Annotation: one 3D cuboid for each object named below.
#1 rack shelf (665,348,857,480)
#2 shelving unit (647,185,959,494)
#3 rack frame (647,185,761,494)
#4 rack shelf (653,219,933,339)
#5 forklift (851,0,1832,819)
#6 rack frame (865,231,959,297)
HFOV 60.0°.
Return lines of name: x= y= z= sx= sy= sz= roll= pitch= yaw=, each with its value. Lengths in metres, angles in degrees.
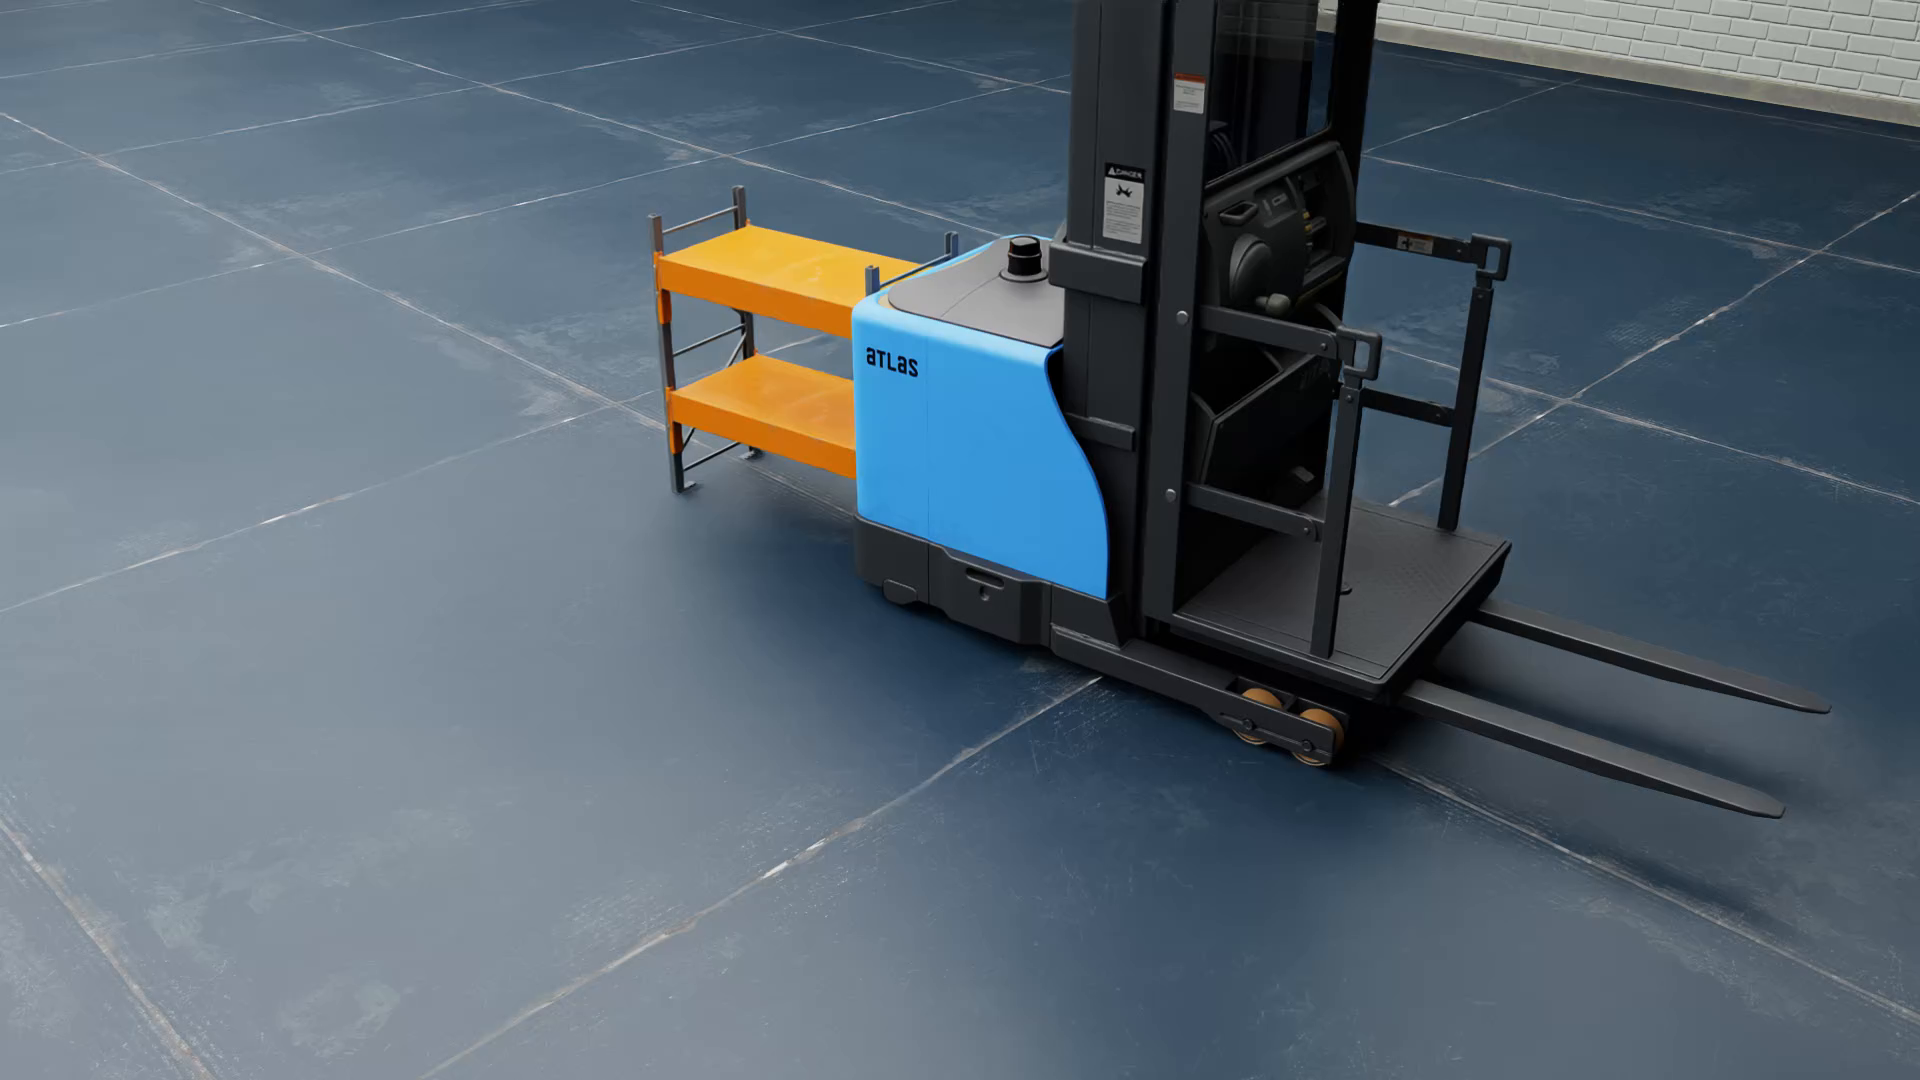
rack shelf: x=-0.576 y=-0.425 z=6.376 sx=1.000 sy=0.278 sz=0.538 roll=18 pitch=33 yaw=31
shelving unit: x=-0.576 y=-0.642 z=6.262 sx=1.048 sy=1.125 sz=0.538 roll=18 pitch=33 yaw=31
rack frame: x=-0.990 y=-0.779 z=6.523 sx=0.032 sy=1.125 sz=0.500 roll=18 pitch=33 yaw=31
rack shelf: x=-0.576 y=-0.901 z=6.126 sx=1.000 sy=0.278 sz=0.538 roll=18 pitch=33 yaw=31
forklift: x=1.123 y=-0.904 z=4.820 sx=3.031 sy=2.935 sz=1.130 roll=18 pitch=33 yaw=31
rack frame: x=-0.162 y=-0.504 z=6.000 sx=0.032 sy=1.125 sz=0.500 roll=18 pitch=33 yaw=31
